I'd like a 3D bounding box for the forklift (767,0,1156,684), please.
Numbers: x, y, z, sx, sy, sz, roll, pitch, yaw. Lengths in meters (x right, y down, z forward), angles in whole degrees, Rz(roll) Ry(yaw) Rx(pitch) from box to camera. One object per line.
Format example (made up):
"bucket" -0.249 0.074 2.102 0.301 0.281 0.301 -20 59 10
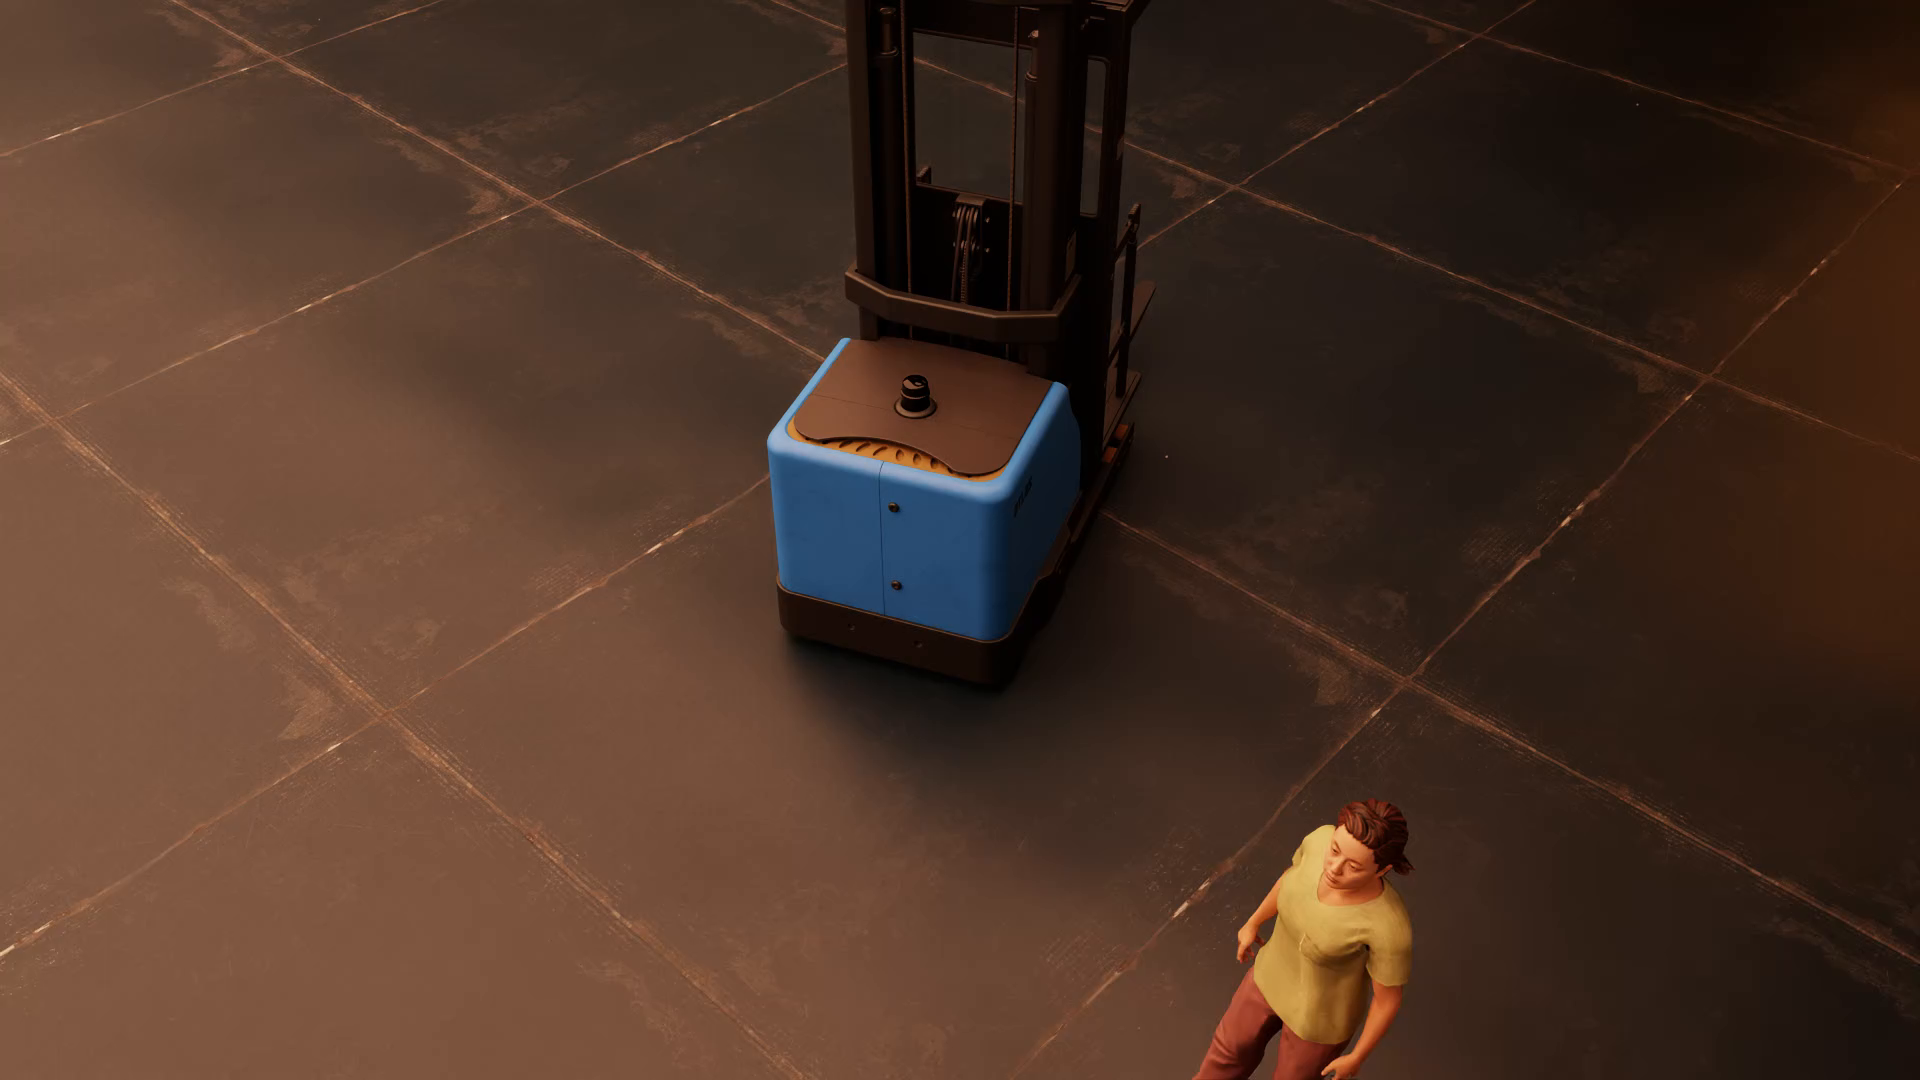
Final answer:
"forklift" 0.211 -1.484 7.158 1.130 2.935 3.031 14 42 15

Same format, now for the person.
"person" 0.940 1.345 4.813 0.549 1.674 0.551 -19 44 -21
